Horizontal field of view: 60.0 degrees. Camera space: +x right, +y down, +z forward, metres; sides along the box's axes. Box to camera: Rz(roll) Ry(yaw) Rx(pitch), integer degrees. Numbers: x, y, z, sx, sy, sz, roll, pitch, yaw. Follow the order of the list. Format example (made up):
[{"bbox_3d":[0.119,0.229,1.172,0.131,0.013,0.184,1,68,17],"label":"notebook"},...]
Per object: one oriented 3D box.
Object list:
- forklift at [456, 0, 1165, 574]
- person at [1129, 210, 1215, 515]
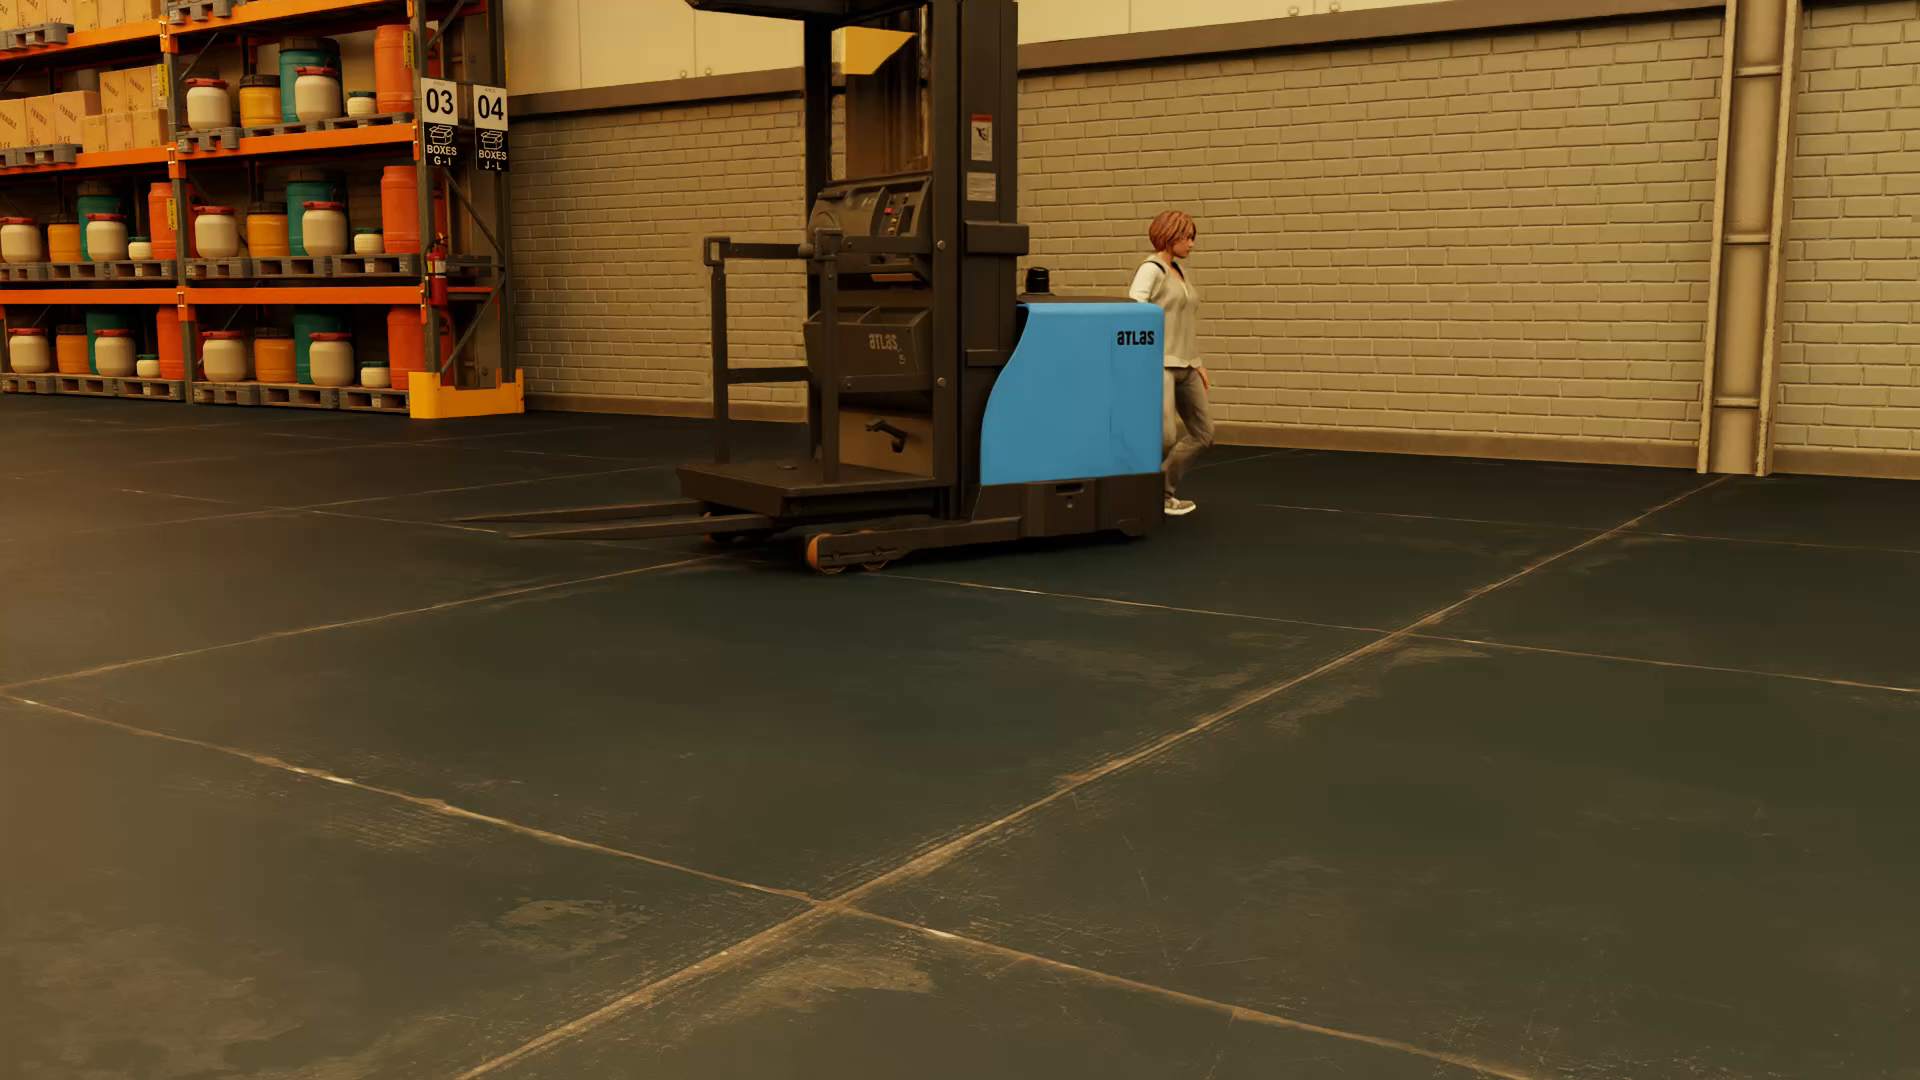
[{"bbox_3d":[-0.569,-1.397,7.020,3.031,2.935,1.130,-5,10,-33],"label":"forklift"},{"bbox_3d":[0.980,-0.819,8.146,0.359,1.569,0.715,7,10,39],"label":"person"}]
